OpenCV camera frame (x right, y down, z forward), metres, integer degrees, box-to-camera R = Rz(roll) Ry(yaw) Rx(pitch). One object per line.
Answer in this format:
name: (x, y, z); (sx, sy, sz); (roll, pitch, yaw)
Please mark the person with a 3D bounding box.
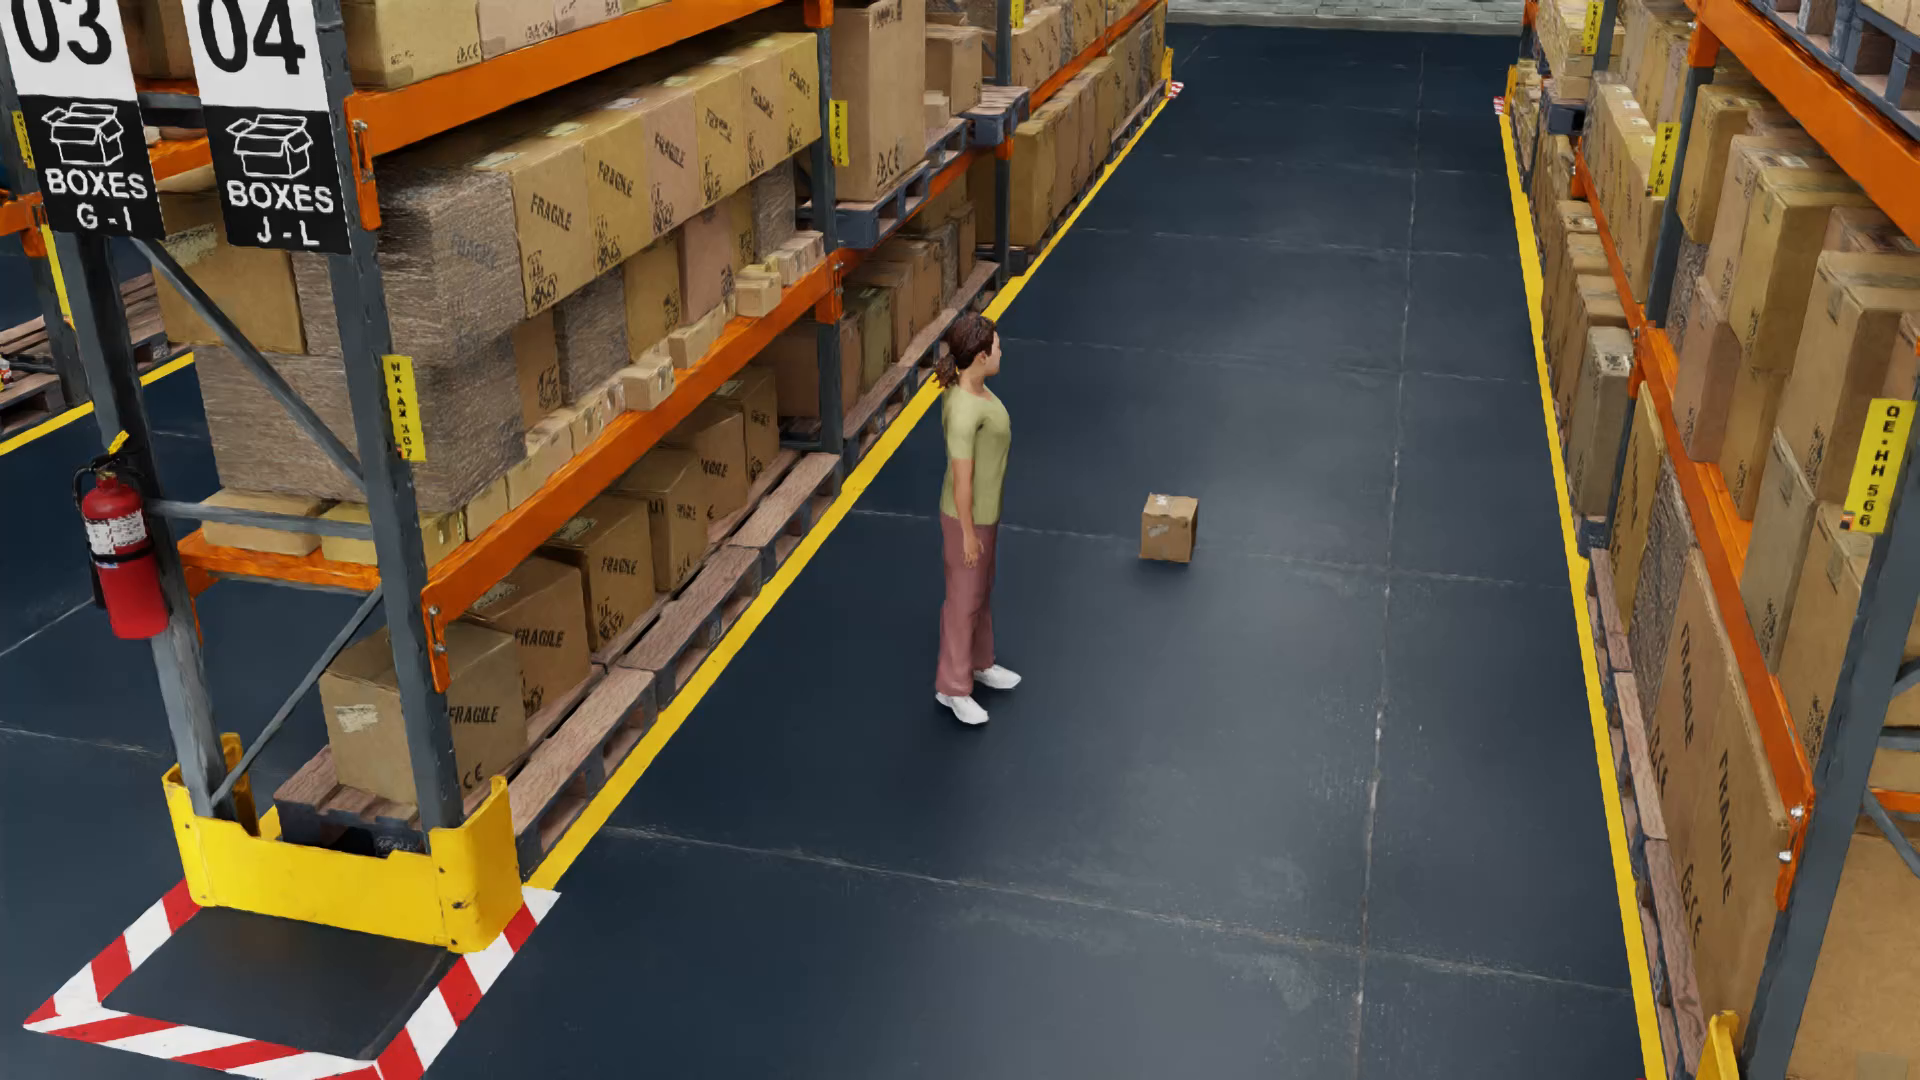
person: (0.077, -0.097, 6.758); (0.358, 1.680, 0.525); (2, 26, 5)
